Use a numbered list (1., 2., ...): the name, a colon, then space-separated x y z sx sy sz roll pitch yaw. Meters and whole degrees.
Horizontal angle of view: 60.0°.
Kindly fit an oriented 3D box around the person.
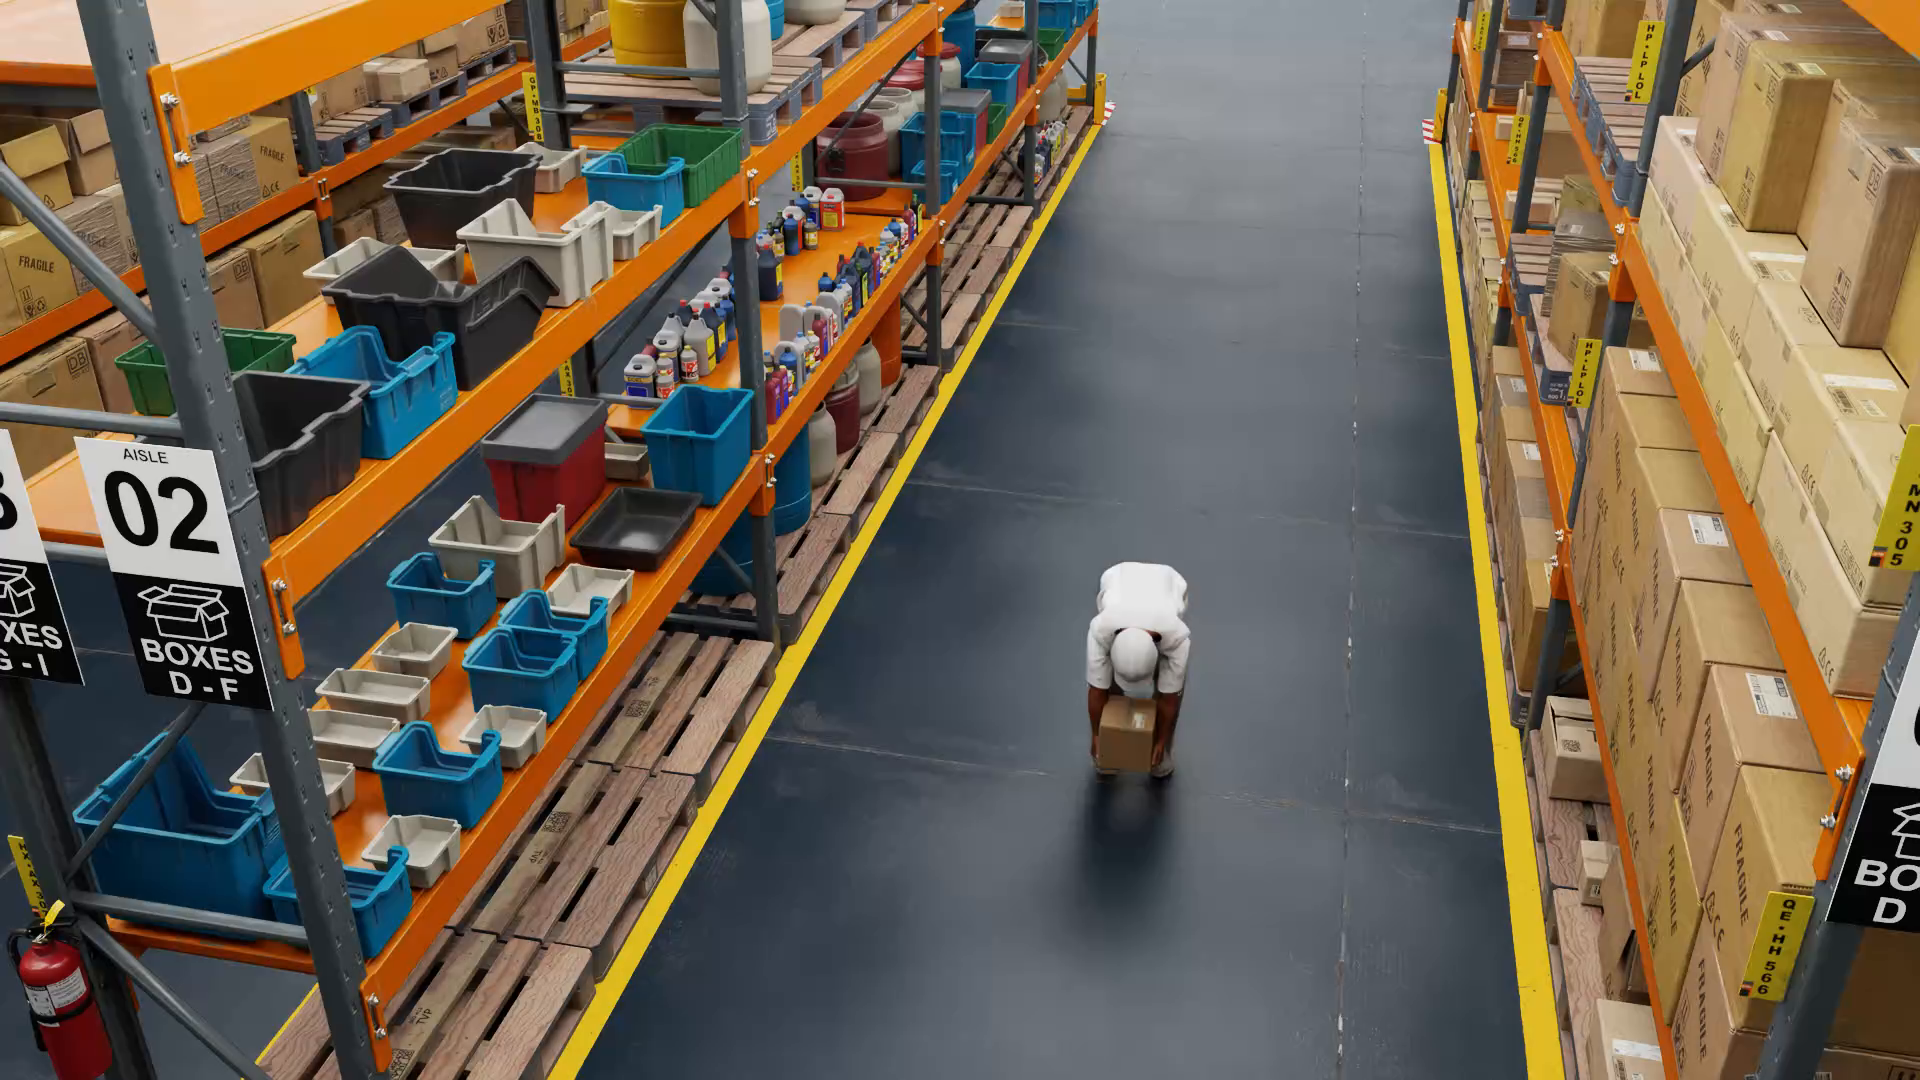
1. person: 0.846 0.715 7.958 0.476 1.118 0.979 5 29 9
